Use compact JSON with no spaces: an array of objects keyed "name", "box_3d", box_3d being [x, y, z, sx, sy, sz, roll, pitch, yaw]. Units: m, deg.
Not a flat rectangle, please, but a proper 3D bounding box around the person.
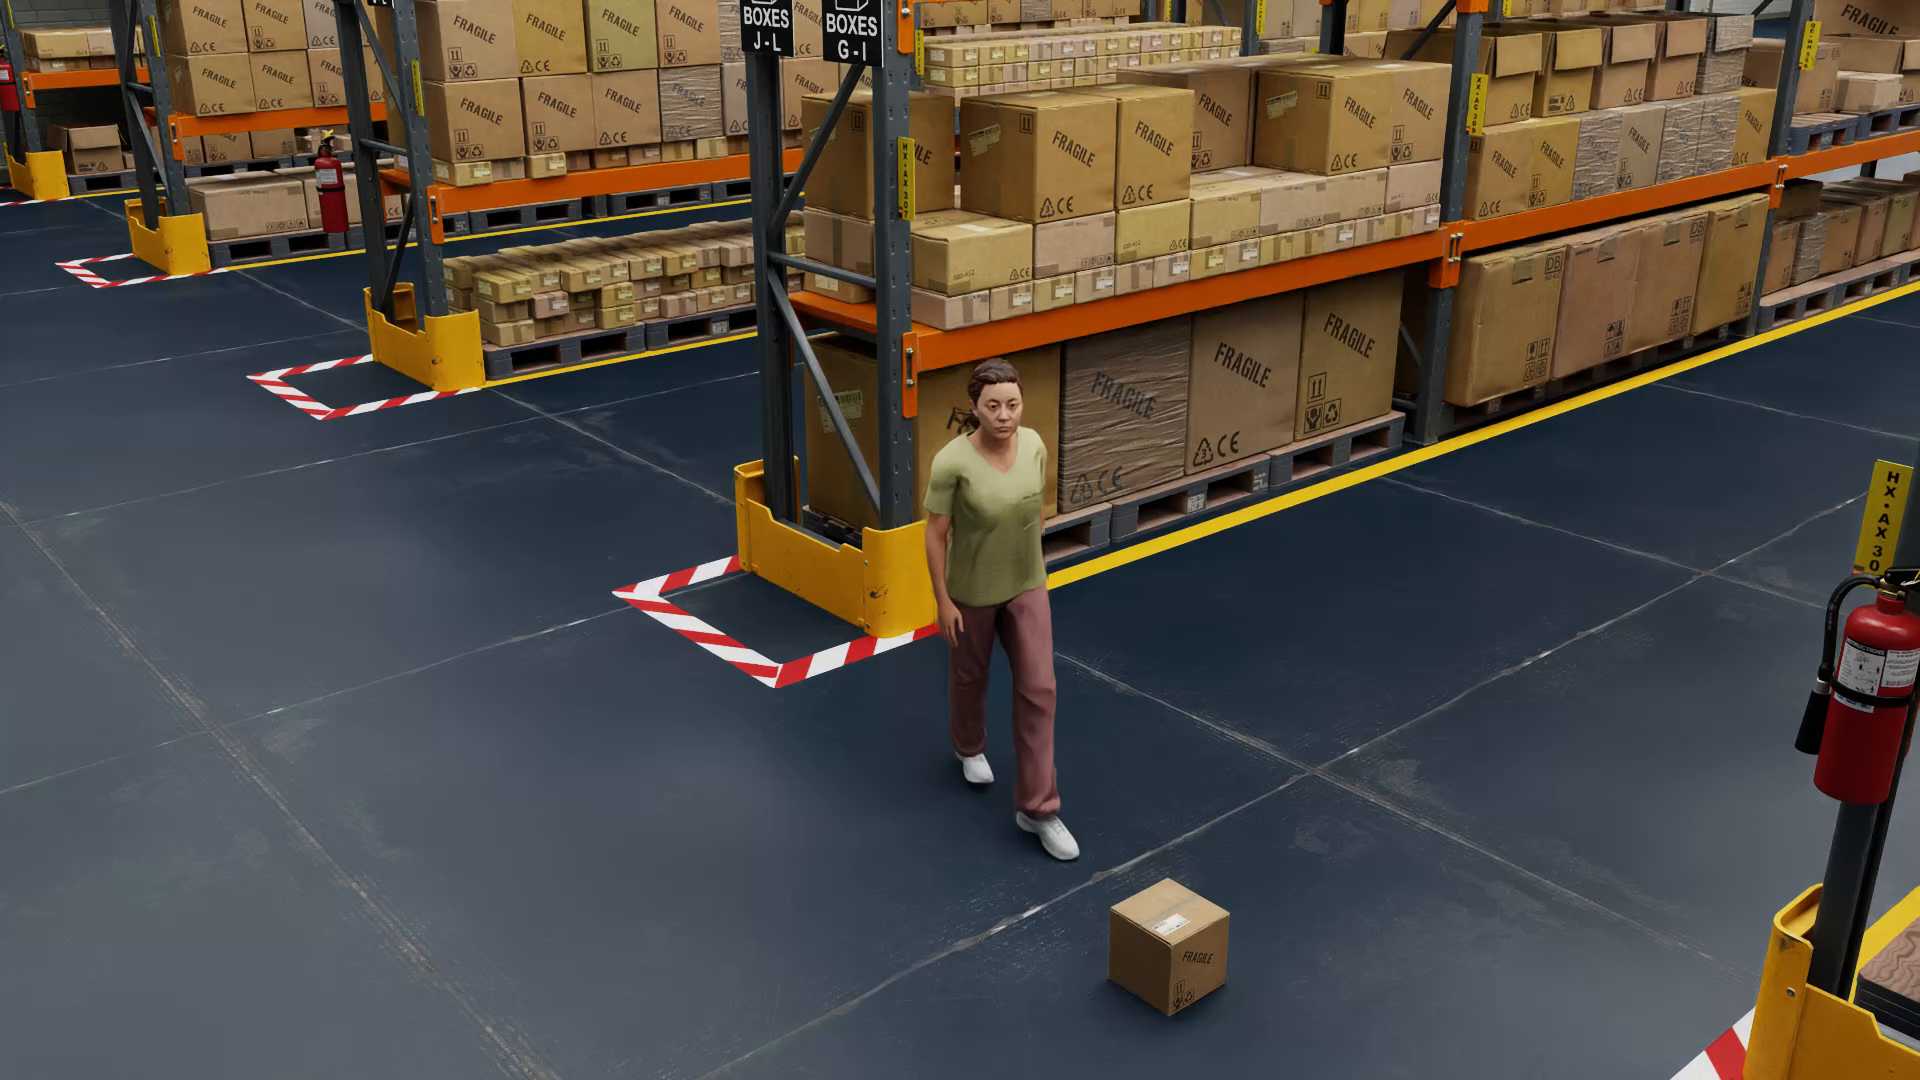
[{"name":"person","box_3d":[0.111,0.186,5.596,0.469,1.642,0.832,-6,22,-15]}]
